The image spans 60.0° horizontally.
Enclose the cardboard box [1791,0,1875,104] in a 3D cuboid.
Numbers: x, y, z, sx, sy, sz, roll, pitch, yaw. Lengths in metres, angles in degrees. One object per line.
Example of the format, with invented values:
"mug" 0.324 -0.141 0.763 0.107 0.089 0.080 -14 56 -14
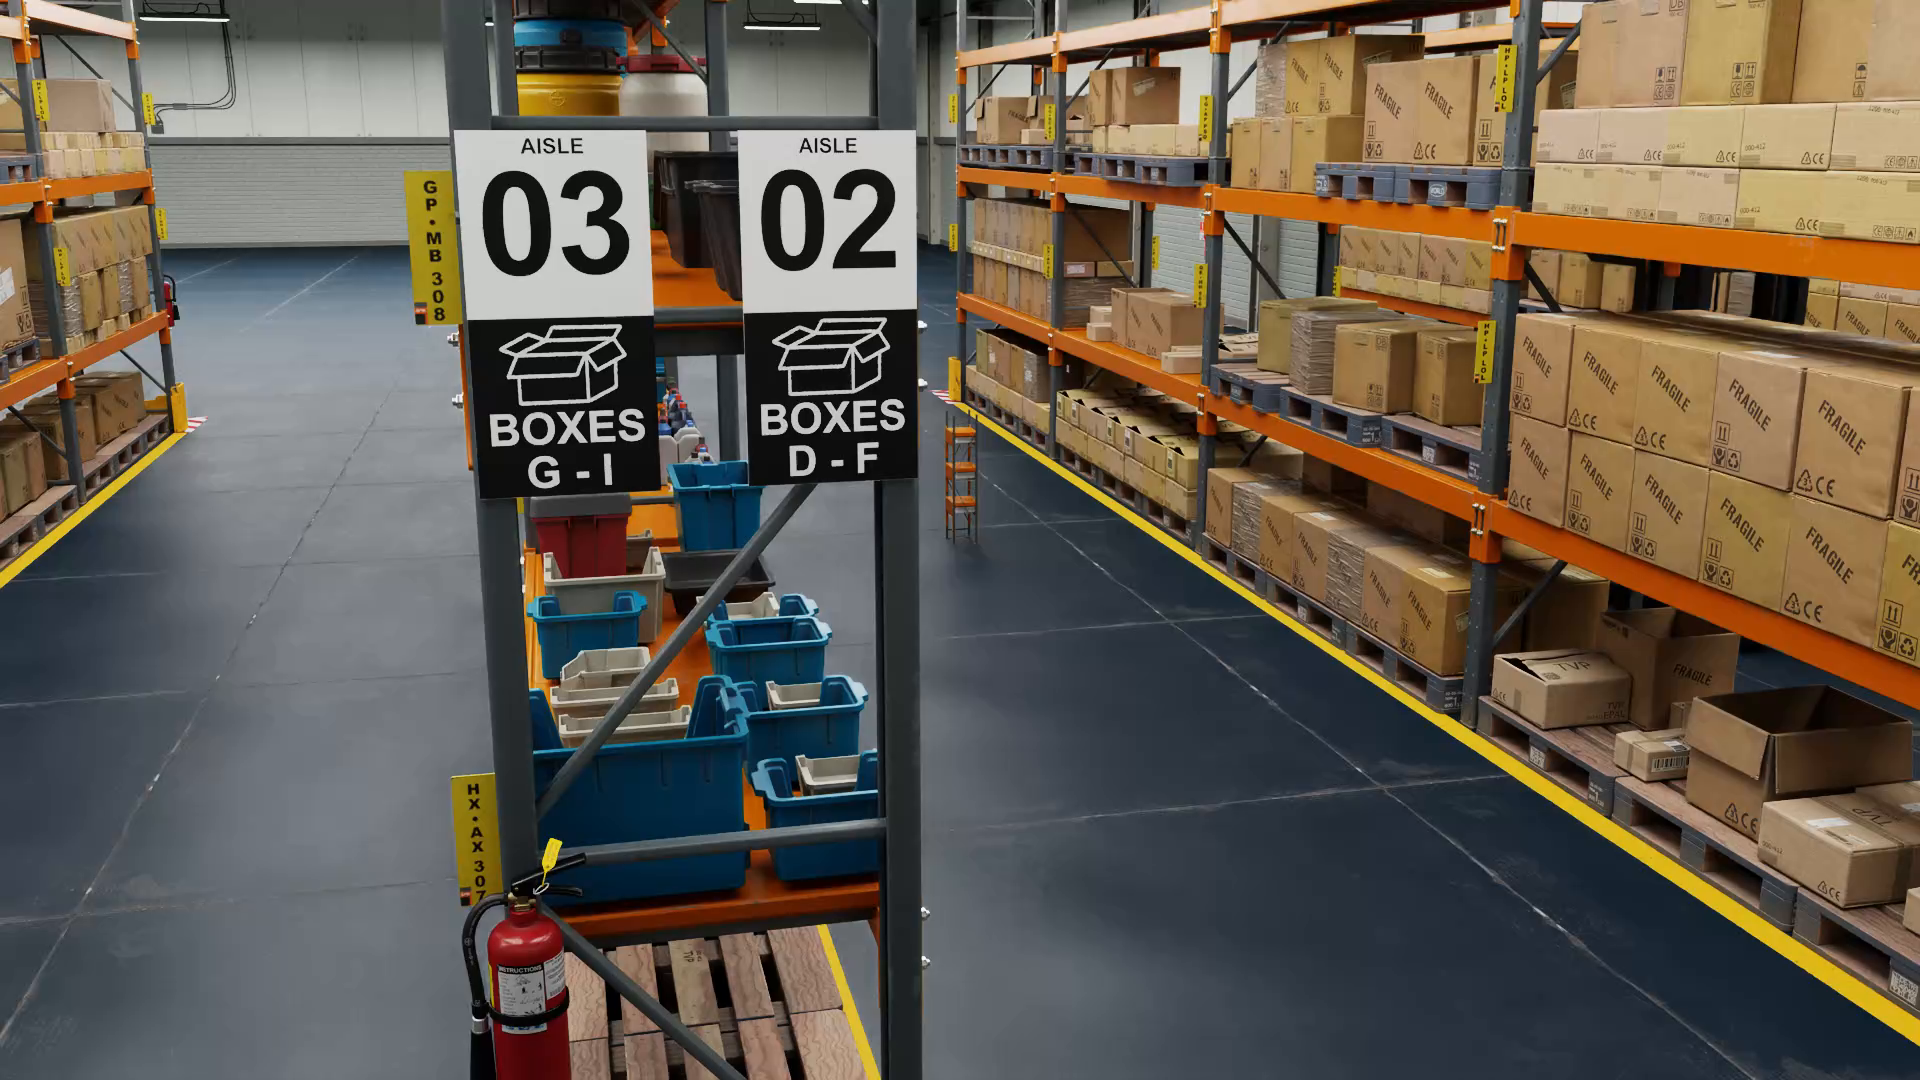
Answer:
"cardboard box" 3.800 -1.987 6.602 0.700 0.500 0.500 -3 14 -13

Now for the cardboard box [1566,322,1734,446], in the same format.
"cardboard box" 3.239 -0.742 7.825 0.500 0.500 0.500 -4 14 -15

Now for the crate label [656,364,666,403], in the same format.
"crate label" -2.209 -1.135 12.105 0.303 0.233 0.416 -3 14 -13

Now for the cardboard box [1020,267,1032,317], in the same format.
"cardboard box" 1.047 -2.684 17.883 0.700 0.500 0.500 -3 14 -12

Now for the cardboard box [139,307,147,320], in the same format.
"cardboard box" -8.733 -2.379 17.373 0.380 0.149 0.250 -3 14 -13

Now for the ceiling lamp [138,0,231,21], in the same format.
"ceiling lamp" -18.675 -14.083 39.810 2.000 3.185 0.800 -3 14 -13

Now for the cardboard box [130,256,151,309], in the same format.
"cardboard box" -8.831 -2.624 17.009 0.875 0.500 0.500 -3 14 -13

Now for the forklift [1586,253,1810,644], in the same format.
"forklift" 4.990 -1.071 11.636 1.130 2.935 3.031 -4 14 -14

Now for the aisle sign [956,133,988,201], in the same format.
"aisle sign" 0.149 -4.480 19.966 0.394 0.787 0.004 -3 14 -13

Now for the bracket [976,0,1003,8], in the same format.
"bracket" 1.003 -12.872 39.570 0.076 0.066 4.783 -3 14 -13

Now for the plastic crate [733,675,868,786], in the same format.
"plastic crate" -0.488 0.572 4.991 0.416 0.233 0.300 -3 14 -13

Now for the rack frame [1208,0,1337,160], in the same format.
"rack frame" 2.341 -4.288 12.017 1.000 3.000 0.127 -3 14 -13

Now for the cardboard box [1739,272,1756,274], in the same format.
"cardboard box" 6.955 -2.379 14.341 0.380 0.149 0.250 -6 15 -23

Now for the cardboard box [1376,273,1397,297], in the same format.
"cardboard box" 5.332 -3.066 19.929 0.500 0.250 0.500 -4 14 -14

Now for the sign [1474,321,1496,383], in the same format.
"sign" 2.742 -0.981 8.684 0.100 0.325 0.005 -3 14 -13

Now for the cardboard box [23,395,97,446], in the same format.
"cardboard box" -8.648 -1.100 15.990 0.500 0.500 0.500 -5 14 -18

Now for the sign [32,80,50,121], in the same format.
"sign" -7.690 -3.676 13.915 0.100 0.325 0.005 -3 14 -13

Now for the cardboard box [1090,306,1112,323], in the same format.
"cardboard box" 1.560 -2.112 16.069 0.500 0.250 0.500 -2 14 -10

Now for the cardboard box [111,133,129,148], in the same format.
"cardboard box" -8.599 -4.019 16.712 0.380 0.149 0.250 -3 14 -13

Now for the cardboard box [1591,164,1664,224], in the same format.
"cardboard box" 3.268 -1.593 7.625 0.500 0.250 0.500 -3 14 -13

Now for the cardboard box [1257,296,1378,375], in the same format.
"cardboard box" 2.599 -1.487 12.098 0.700 0.500 0.500 -9 16 -32

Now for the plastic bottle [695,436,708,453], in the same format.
"plastic bottle" -1.415 -0.432 9.121 0.061 0.283 0.133 -3 14 -13

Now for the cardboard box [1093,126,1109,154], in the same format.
"cardboard box" 1.537 -3.742 15.534 0.500 0.250 0.500 -2 14 -7

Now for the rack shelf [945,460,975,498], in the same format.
"rack shelf" 0.013 -0.487 13.254 0.215 0.259 0.240 -3 14 -13

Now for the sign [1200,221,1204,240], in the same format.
"sign" 4.300 -5.490 29.502 0.001 0.329 0.234 -3 14 -13

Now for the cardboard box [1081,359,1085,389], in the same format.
"cardboard box" 1.472 -1.768 17.673 0.500 0.500 0.500 -3 14 -13

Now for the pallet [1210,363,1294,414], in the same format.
"pallet" 2.569 -1.128 12.127 1.213 0.211 1.003 -3 14 -13

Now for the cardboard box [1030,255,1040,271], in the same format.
"cardboard box" 0.947 -2.889 17.353 0.380 0.149 0.250 -3 14 -13

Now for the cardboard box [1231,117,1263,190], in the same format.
"cardboard box" 2.476 -2.780 11.957 0.910 0.500 0.500 -3 14 -13

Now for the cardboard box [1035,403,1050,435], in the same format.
"cardboard box" 1.080 -1.259 17.170 0.500 0.250 0.500 -3 14 -13

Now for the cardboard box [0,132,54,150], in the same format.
"cardboard box" -8.005 -3.415 14.241 0.380 0.149 0.250 -4 14 -15

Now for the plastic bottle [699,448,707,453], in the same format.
"plastic bottle" -1.360 -0.354 8.826 0.097 0.271 0.097 0 14 0

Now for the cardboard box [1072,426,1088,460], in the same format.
"cardboard box" 1.374 -0.940 15.862 0.500 0.250 0.500 -3 14 -12

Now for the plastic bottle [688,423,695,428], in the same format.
"plastic bottle" -1.546 -0.536 9.573 0.097 0.271 0.097 0 14 0

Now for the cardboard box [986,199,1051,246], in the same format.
"cardboard box" 0.701 -3.656 19.128 0.700 0.500 0.500 -4 14 -15

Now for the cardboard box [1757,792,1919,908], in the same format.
"cardboard box" 3.659 1.262 6.810 0.500 0.250 0.500 -3 14 -13

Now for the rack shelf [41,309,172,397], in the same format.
"rack shelf" -8.698 -1.857 16.223 1.077 0.370 4.000 -3 14 -13

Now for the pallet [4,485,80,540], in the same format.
"pallet" -8.044 -0.211 13.845 1.003 0.211 1.213 -3 14 -13

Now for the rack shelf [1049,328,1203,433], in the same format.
"rack shelf" 1.871 -1.485 14.703 1.077 0.370 4.000 -3 14 -13

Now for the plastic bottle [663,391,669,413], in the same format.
"plastic bottle" -1.956 -0.905 11.228 0.097 0.201 0.097 0 14 0

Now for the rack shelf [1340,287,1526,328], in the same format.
"rack shelf" 5.746 -2.685 19.613 1.077 0.370 4.000 -3 14 -13

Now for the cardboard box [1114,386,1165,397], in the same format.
"cardboard box" 1.775 -1.360 16.399 0.500 0.311 0.500 -3 14 -13

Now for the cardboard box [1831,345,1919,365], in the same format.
"cardboard box" 4.009 -0.532 6.968 0.500 0.500 0.500 -3 14 -14

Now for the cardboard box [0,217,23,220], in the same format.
"cardboard box" -8.720 -2.627 14.917 0.500 0.500 0.500 -3 14 -13

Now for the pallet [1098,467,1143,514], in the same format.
"pallet" 1.903 -0.492 14.996 1.003 0.211 1.213 -3 14 -13

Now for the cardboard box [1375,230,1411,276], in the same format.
"cardboard box" 5.318 -3.436 19.865 0.500 0.500 0.500 -4 14 -15

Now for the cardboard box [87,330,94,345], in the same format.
"cardboard box" -8.186 -1.861 15.253 0.380 0.149 0.250 -3 14 -13

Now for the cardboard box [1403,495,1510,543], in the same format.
"cardboard box" 3.169 -0.170 10.564 0.500 0.250 0.500 -3 14 -13

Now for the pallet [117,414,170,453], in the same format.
"pallet" -8.994 -1.106 17.510 1.003 0.211 1.213 -3 14 -13

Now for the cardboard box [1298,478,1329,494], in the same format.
"cardboard box" 2.789 -0.170 12.144 0.500 0.500 0.500 -3 14 -11

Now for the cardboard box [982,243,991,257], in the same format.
"cardboard box" 0.467 -3.362 19.290 0.380 0.149 0.250 -3 14 -13

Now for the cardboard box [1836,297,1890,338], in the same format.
"cardboard box" 7.135 -1.606 12.799 0.500 0.500 0.500 -3 14 -11

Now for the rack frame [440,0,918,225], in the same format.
"rack frame" -0.596 -2.167 3.336 1.000 3.000 0.127 -3 14 -13

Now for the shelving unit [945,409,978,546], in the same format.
"shelving unit" 0.013 -0.498 13.252 0.215 1.050 0.252 -3 14 -13

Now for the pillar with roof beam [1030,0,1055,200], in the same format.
"pillar with roof beam" -2.130 -10.210 36.255 9.100 9.000 0.548 -3 14 -13

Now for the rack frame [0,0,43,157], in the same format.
"rack frame" -8.228 -4.659 13.537 1.000 3.000 0.127 -3 14 -13

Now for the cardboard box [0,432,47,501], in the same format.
"cardboard box" -8.105 -0.602 13.909 0.700 0.500 0.500 -4 14 -18
